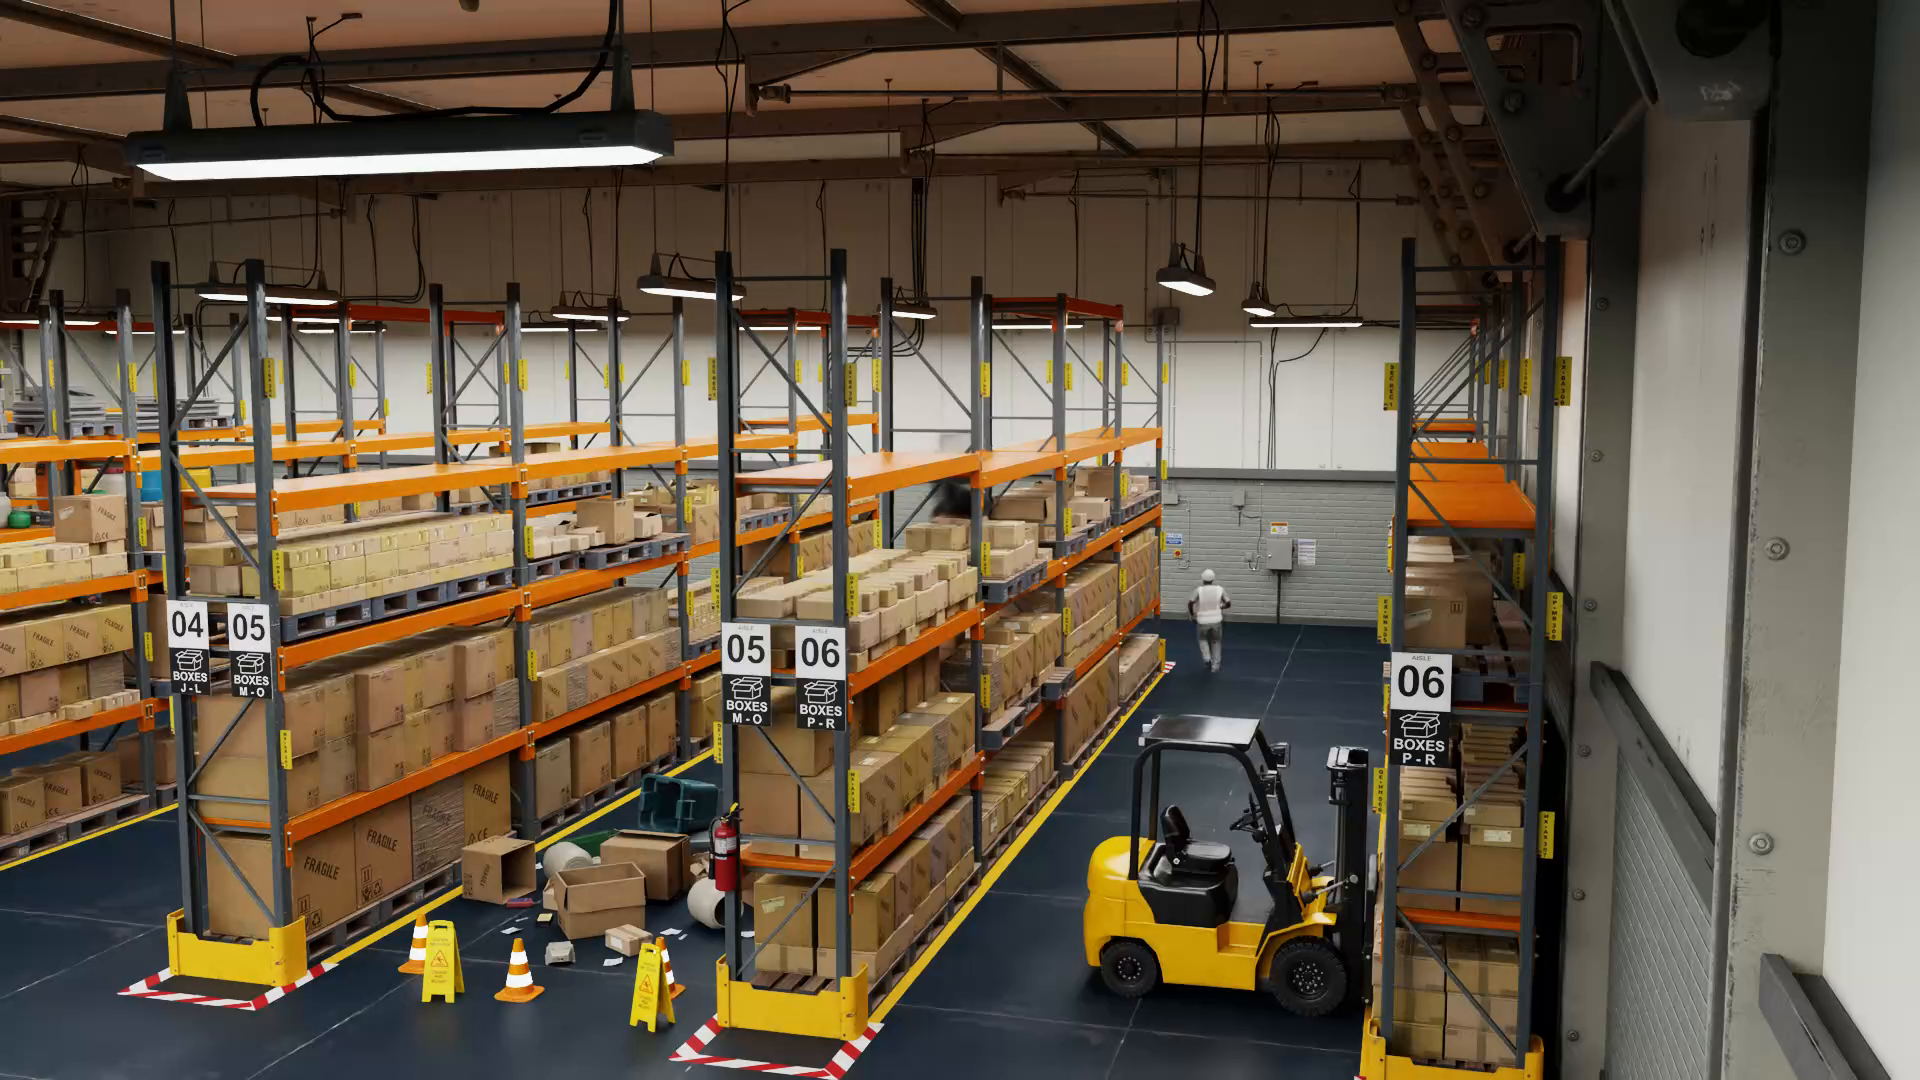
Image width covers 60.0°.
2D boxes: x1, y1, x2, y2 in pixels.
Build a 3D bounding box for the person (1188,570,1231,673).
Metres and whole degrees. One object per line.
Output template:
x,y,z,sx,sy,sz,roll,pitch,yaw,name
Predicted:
4.183,1.349,28.029,0.733,1.733,0.605,0,6,4,person
